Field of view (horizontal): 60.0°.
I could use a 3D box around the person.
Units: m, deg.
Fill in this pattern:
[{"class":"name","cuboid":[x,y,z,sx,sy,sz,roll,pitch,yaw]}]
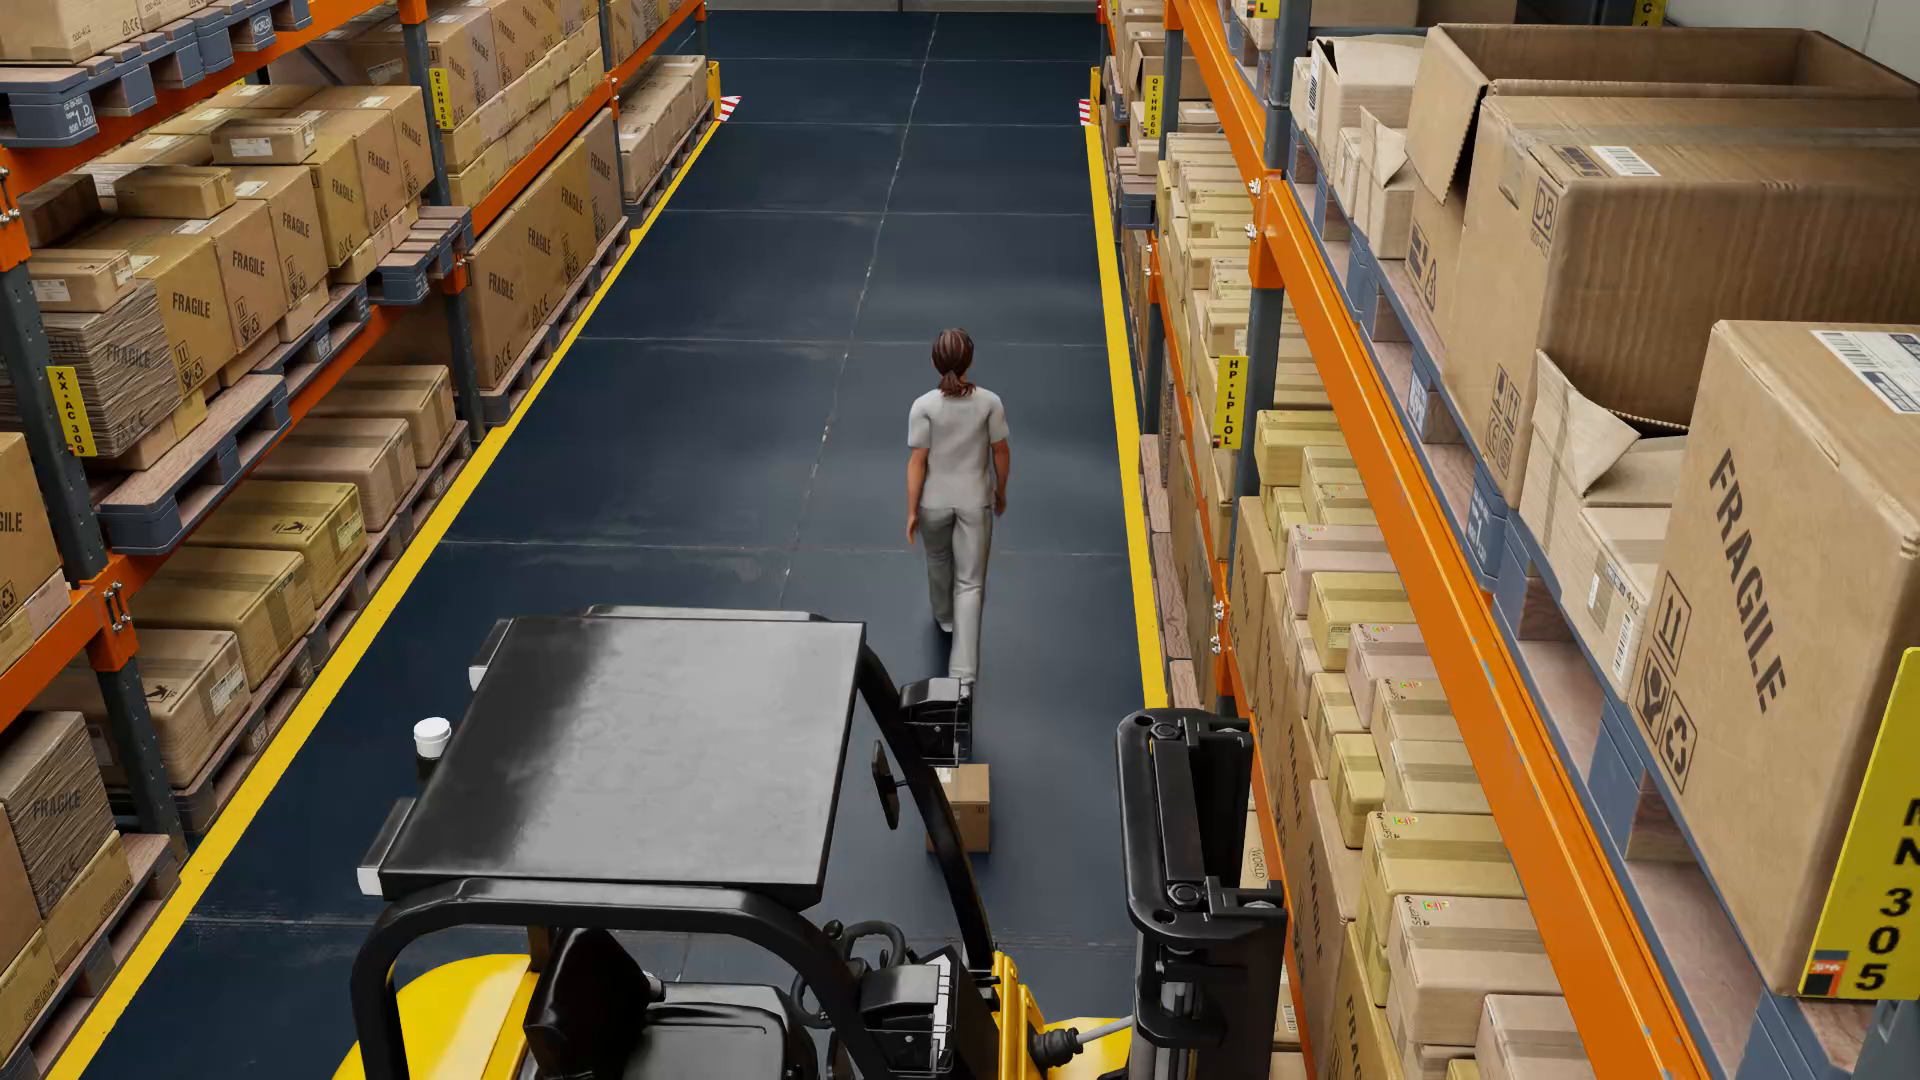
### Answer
[{"class":"person","cuboid":[-0.007,-0.159,7.445,0.461,1.619,1.047,0,28,0]}]
